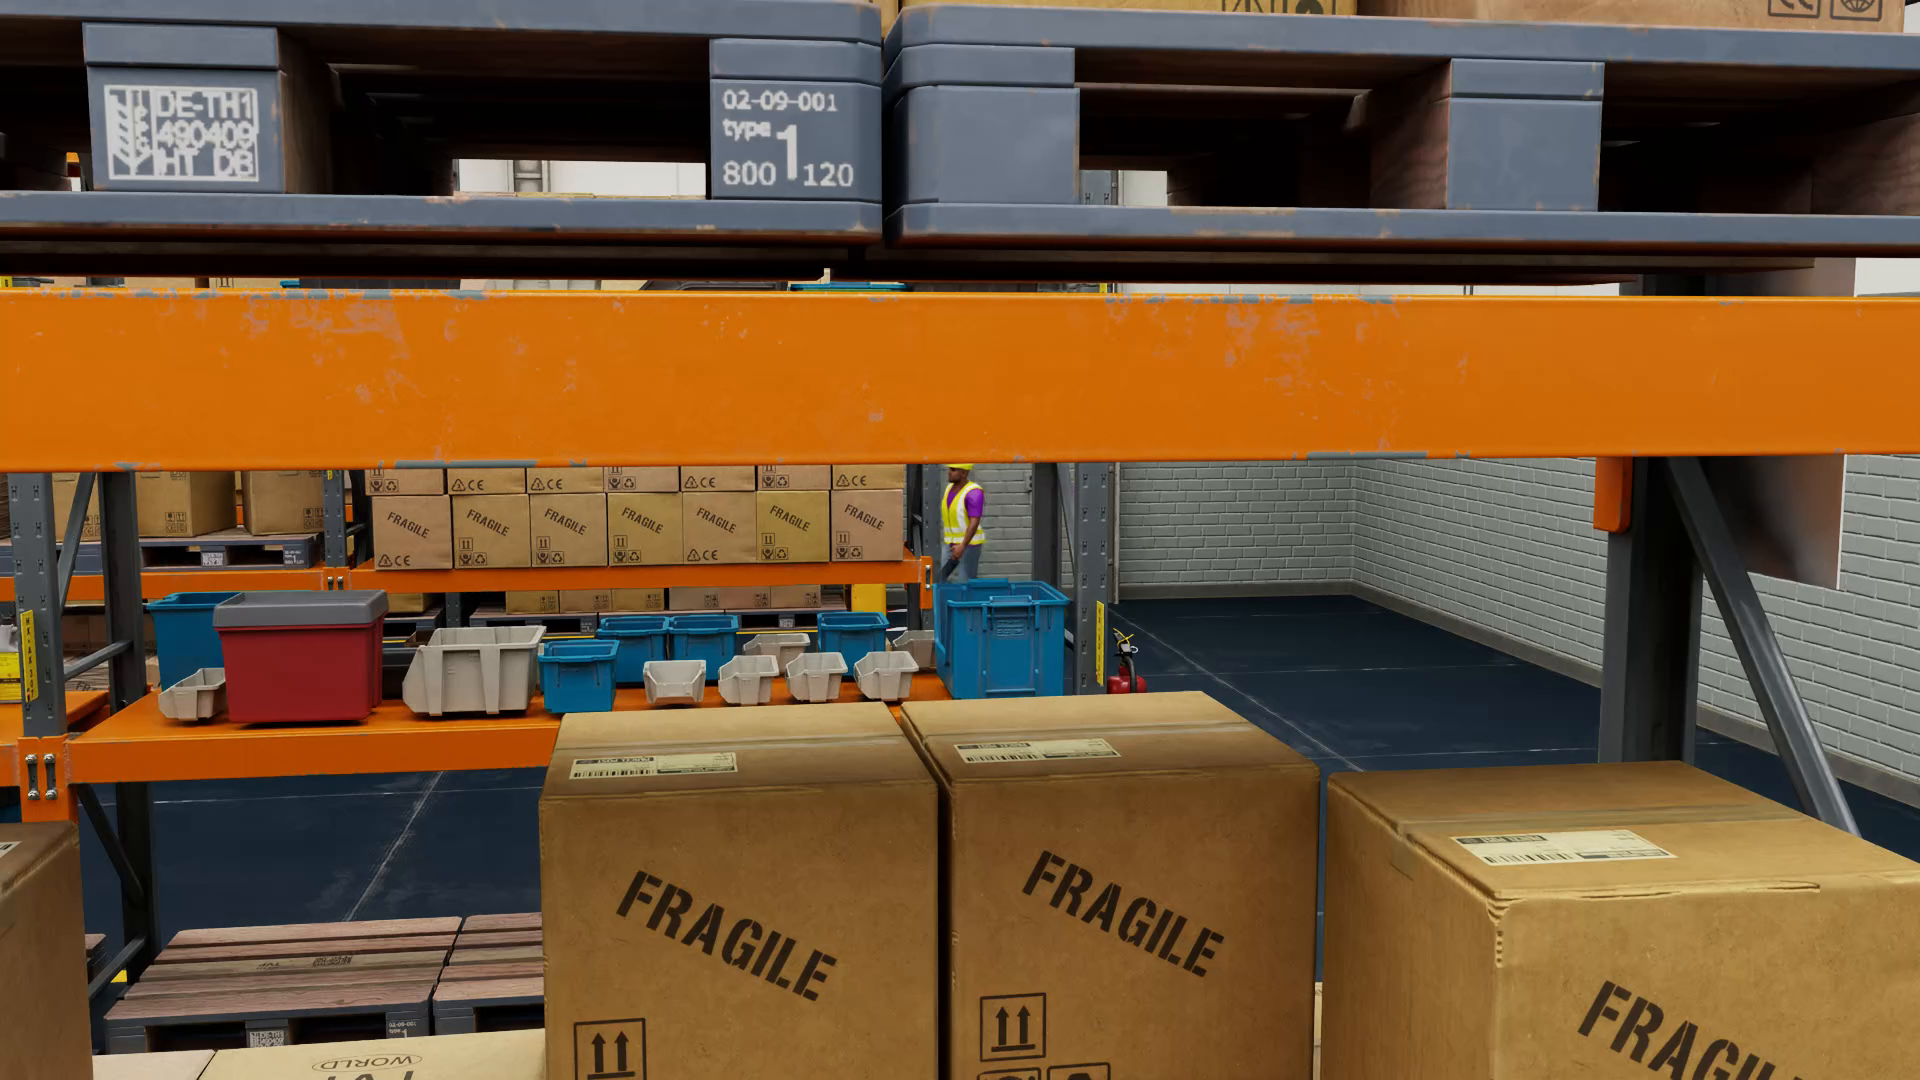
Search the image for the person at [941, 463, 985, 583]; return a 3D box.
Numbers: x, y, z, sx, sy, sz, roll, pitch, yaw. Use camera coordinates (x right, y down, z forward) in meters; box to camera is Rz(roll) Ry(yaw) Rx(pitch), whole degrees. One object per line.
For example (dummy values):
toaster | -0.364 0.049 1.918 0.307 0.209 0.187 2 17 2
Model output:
person | -0.032 0.067 15.953 0.525 1.787 0.632 -6 9 -41
